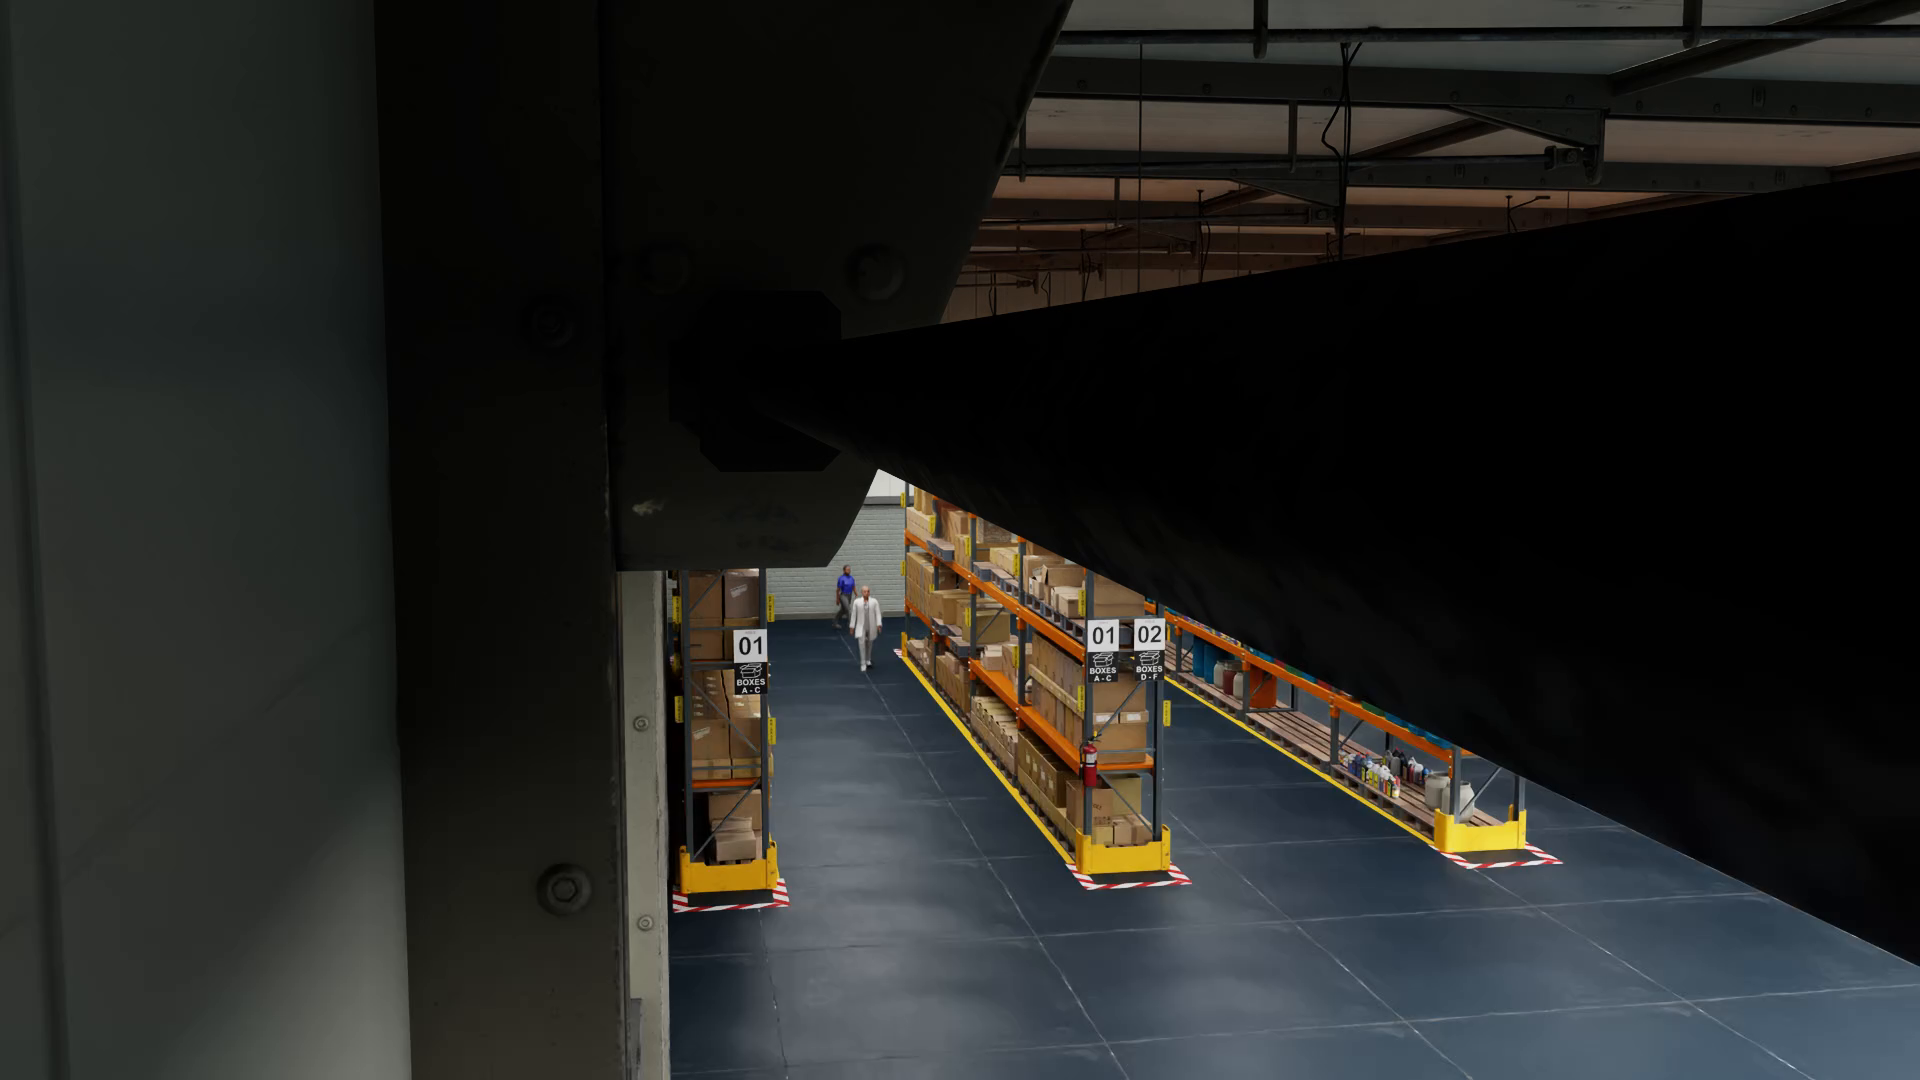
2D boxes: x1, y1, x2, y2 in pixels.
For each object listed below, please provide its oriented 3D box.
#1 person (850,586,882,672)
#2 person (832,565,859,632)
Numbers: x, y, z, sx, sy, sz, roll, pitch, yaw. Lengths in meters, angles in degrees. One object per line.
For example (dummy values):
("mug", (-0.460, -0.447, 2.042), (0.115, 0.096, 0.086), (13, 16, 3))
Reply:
("person", (-1.963, 1.835, 34.834), (0.653, 1.716, 1.102), (-1, 6, -9))
("person", (-2.709, 1.382, 39.802), (1.076, 1.581, 0.452), (4, 7, 37))
